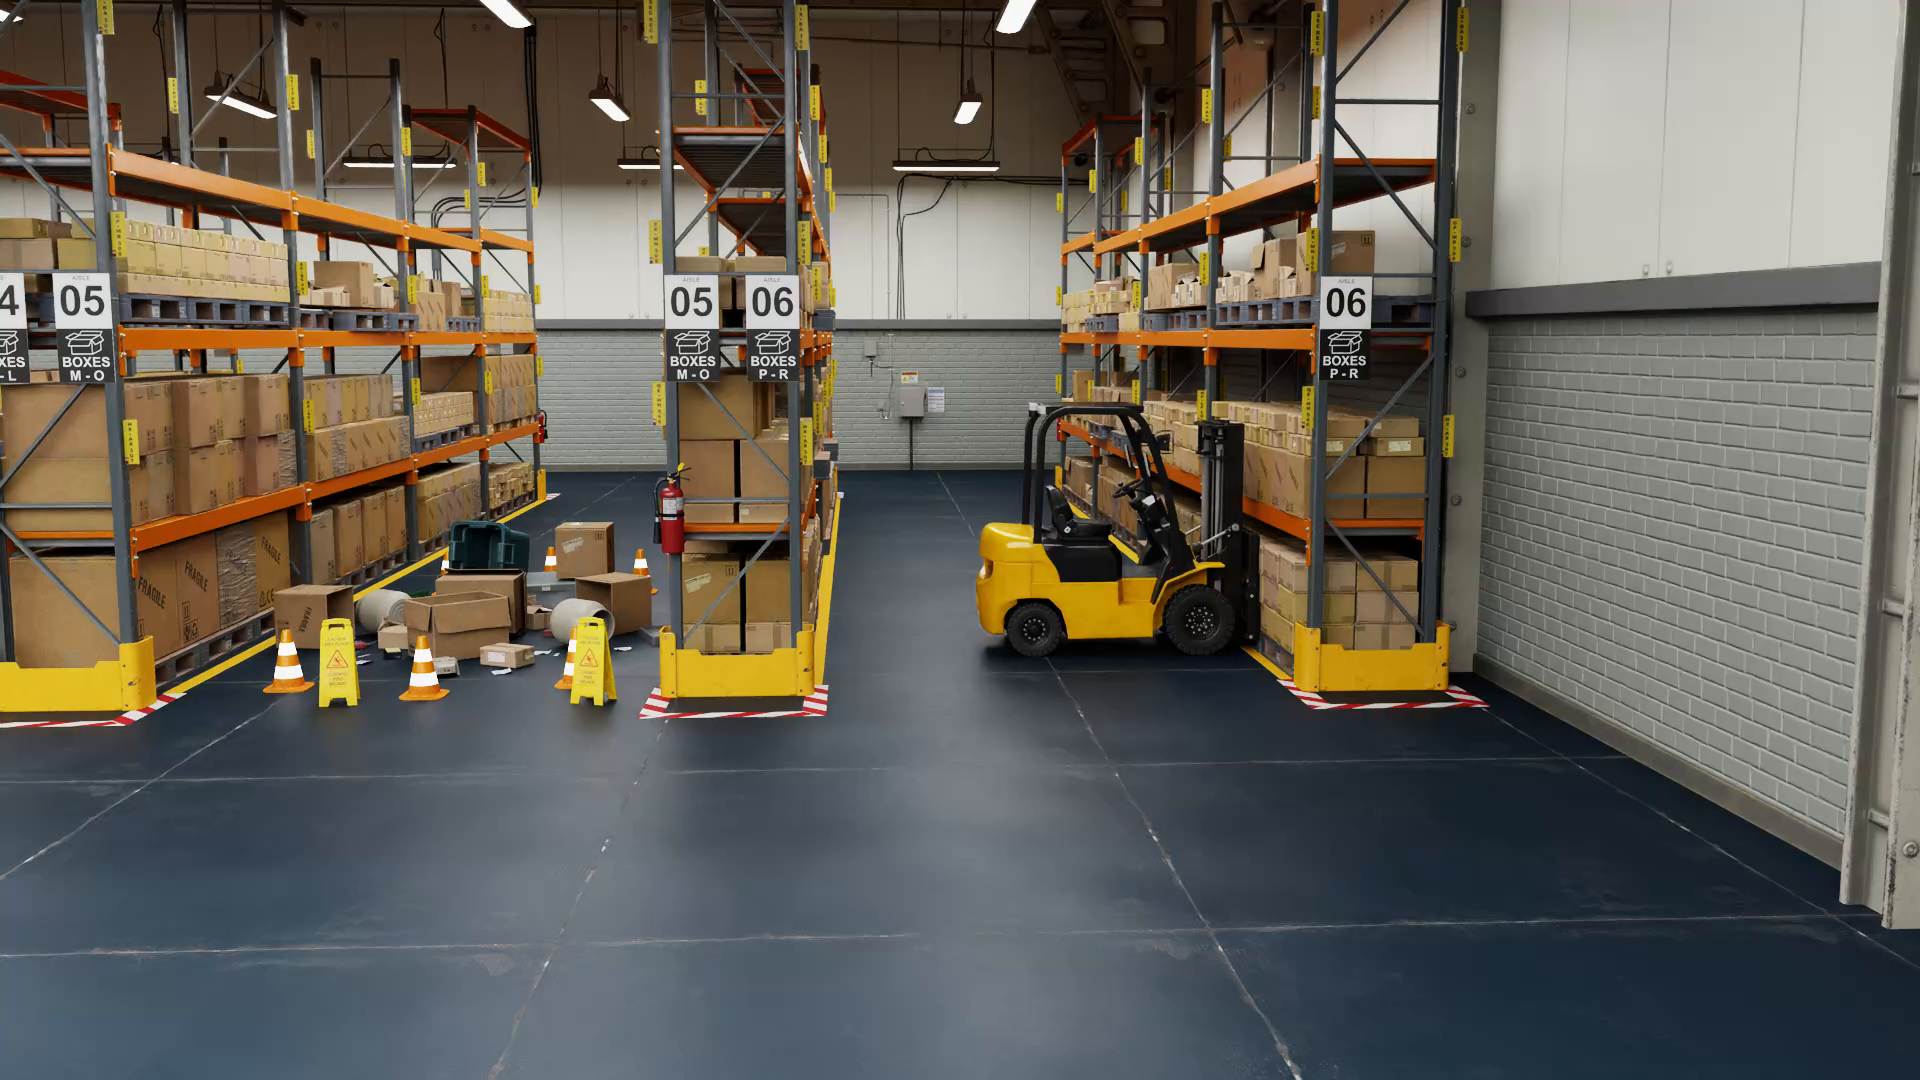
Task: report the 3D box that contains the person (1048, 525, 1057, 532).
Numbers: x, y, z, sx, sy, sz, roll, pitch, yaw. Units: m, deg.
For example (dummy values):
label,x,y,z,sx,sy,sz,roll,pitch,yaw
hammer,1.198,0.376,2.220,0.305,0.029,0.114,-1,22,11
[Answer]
label,x,y,z,sx,sy,sz,roll,pitch,yaw
person,0.812,0.276,16.435,0.815,0.967,0.496,0,7,-4
